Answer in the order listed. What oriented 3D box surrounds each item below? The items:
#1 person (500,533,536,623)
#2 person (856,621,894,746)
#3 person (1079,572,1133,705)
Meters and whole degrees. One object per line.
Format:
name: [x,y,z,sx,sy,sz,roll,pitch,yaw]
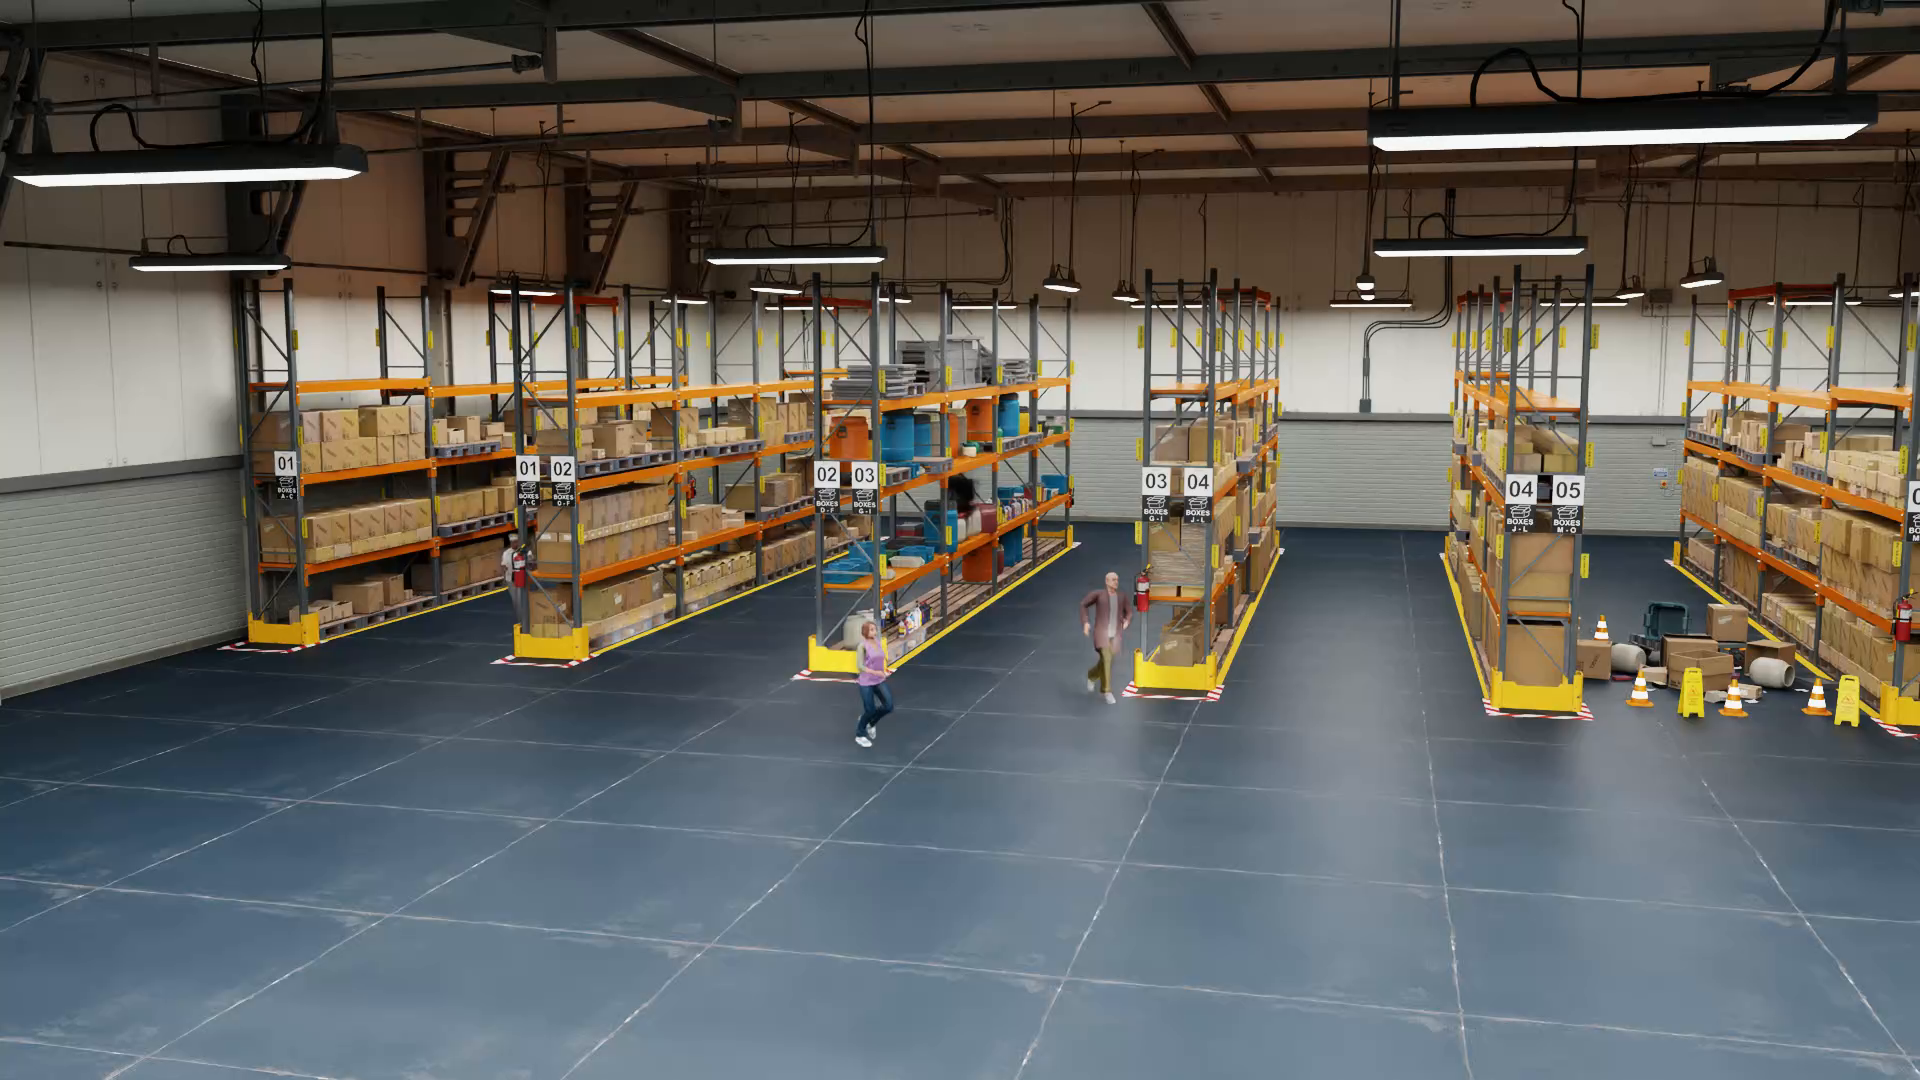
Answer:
person: [-7.633,0.743,28.675,0.554,1.751,0.746,1,7,5]
person: [-1.052,1.775,20.503,0.528,1.568,0.587,-7,10,-44]
person: [2.092,1.342,23.312,0.741,1.769,0.947,-3,7,-21]
